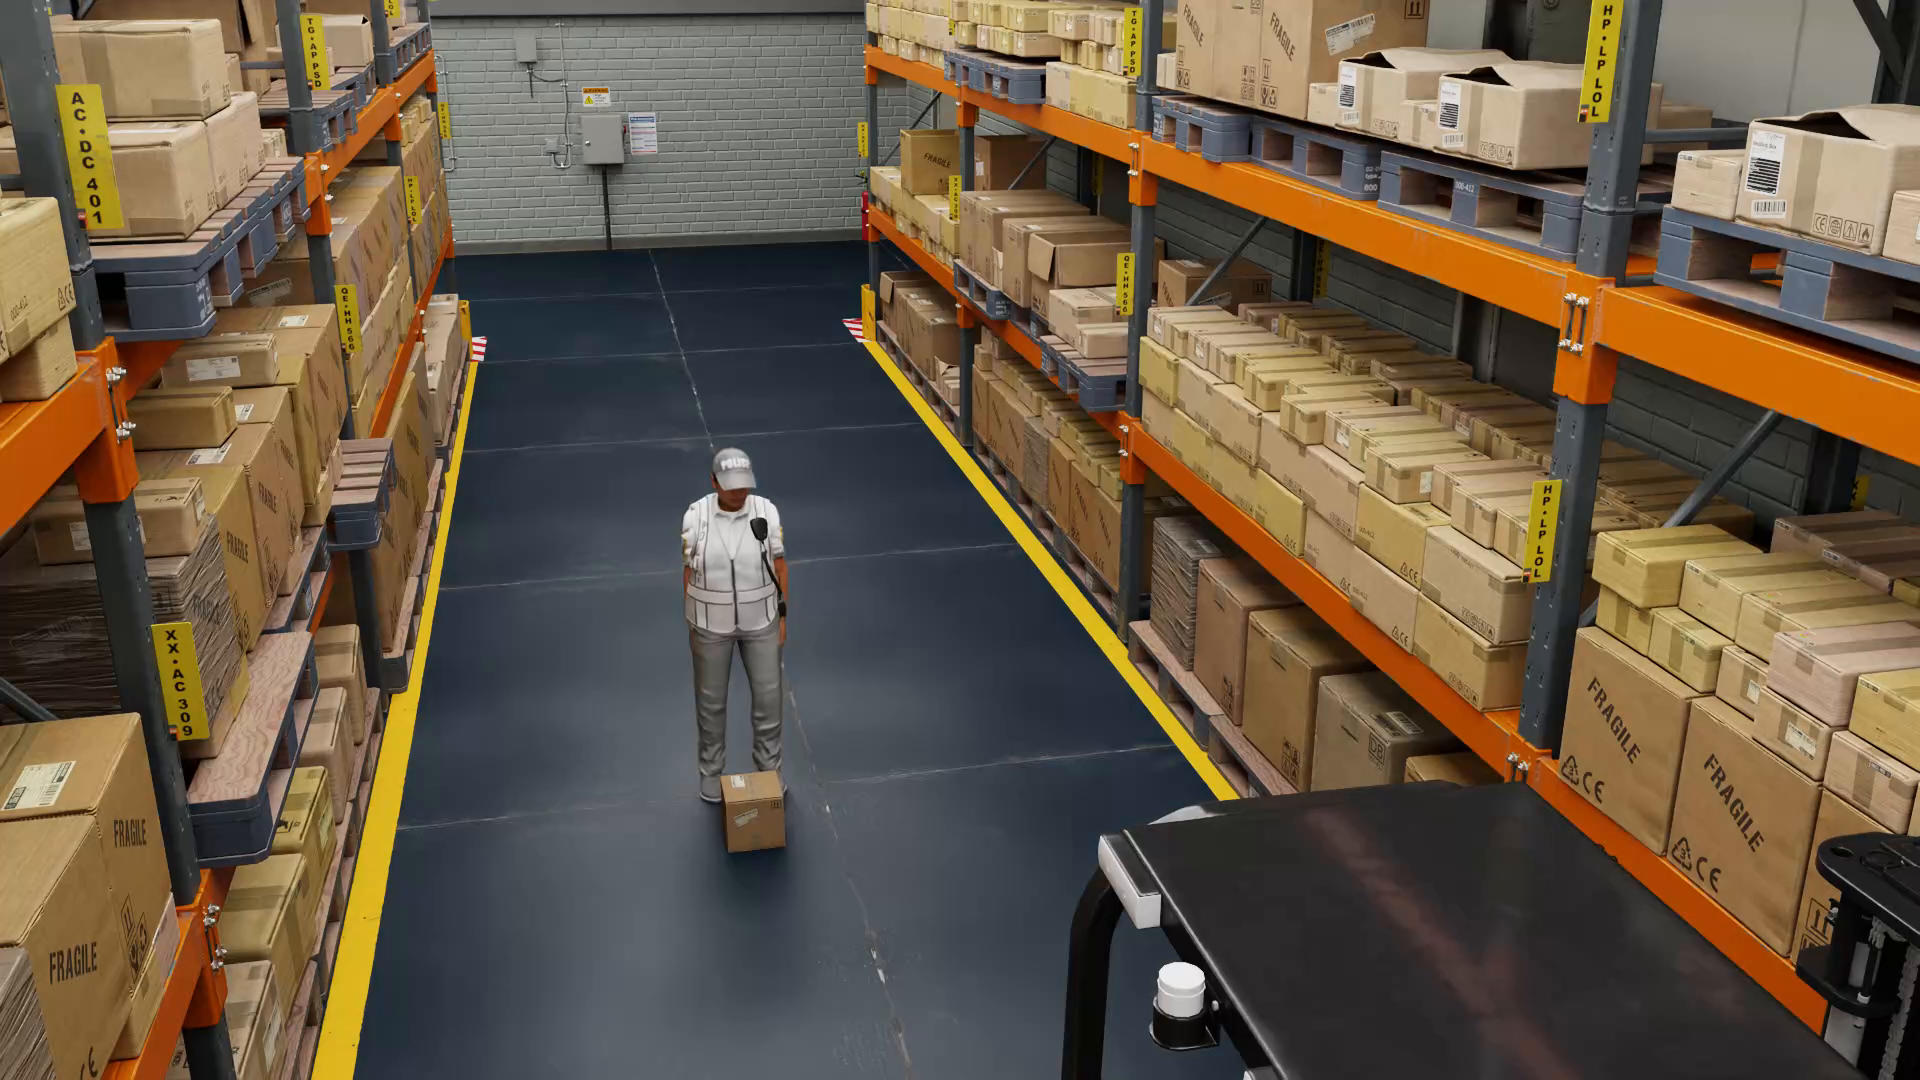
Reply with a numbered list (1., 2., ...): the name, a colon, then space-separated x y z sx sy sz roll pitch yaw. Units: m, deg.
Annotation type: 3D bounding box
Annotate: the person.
1. person: -1.000 0.381 7.531 0.473 1.656 0.389 -4 20 -11
